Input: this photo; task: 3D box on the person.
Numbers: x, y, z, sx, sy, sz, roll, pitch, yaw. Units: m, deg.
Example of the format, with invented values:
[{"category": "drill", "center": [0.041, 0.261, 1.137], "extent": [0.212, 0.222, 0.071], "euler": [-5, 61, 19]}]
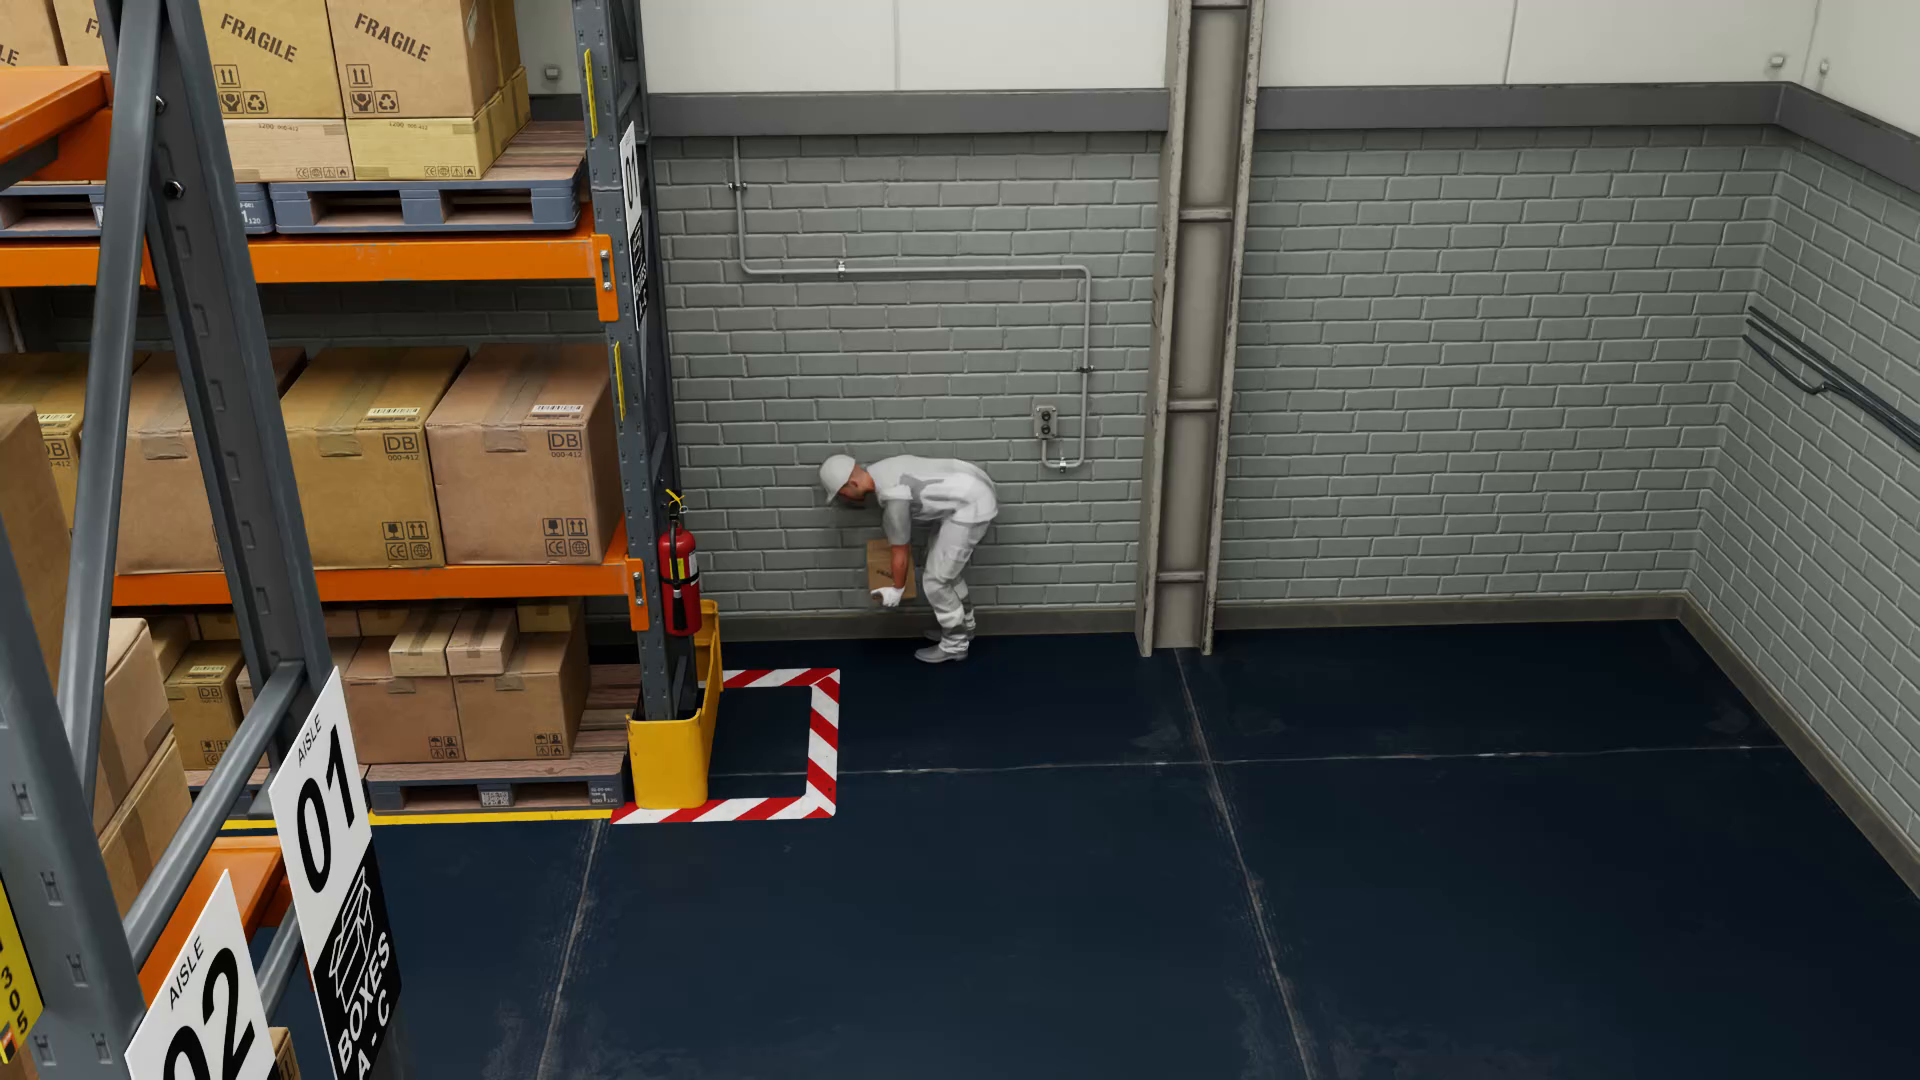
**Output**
[{"category": "person", "center": [-0.271, 0.077, 9.066], "extent": [0.950, 1.213, 0.485], "euler": [-2, 27, -3]}]
